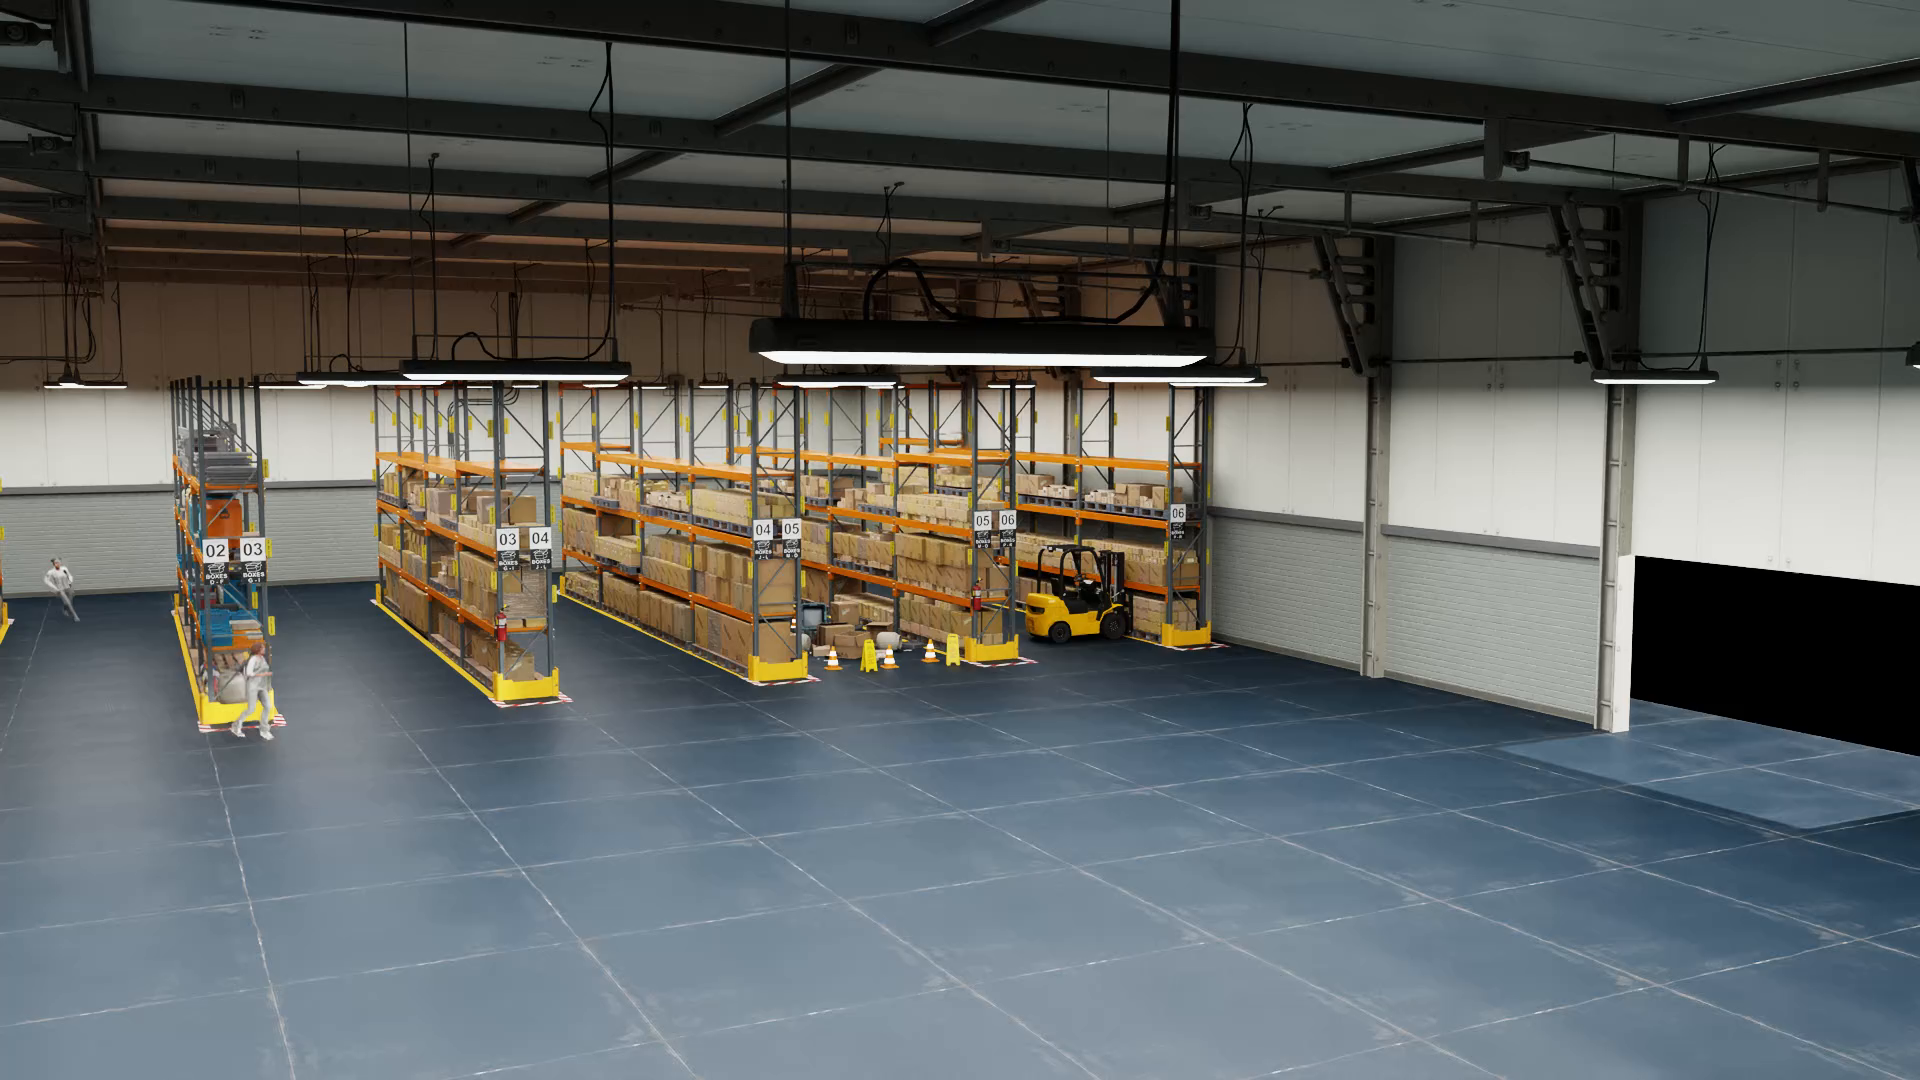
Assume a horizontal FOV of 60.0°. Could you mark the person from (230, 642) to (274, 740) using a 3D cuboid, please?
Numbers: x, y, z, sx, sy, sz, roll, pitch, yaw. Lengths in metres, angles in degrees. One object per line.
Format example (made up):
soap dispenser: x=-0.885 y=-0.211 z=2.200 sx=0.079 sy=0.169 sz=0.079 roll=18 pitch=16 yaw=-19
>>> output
person: x=-11.656 y=2.491 z=27.488 sx=0.728 sy=1.623 sz=0.539 roll=1 pitch=5 yaw=6

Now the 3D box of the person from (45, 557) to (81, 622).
person: x=-22.458 y=1.231 z=41.485 sx=0.794 sy=1.639 sz=0.644 roll=4 pitch=6 yaw=38
